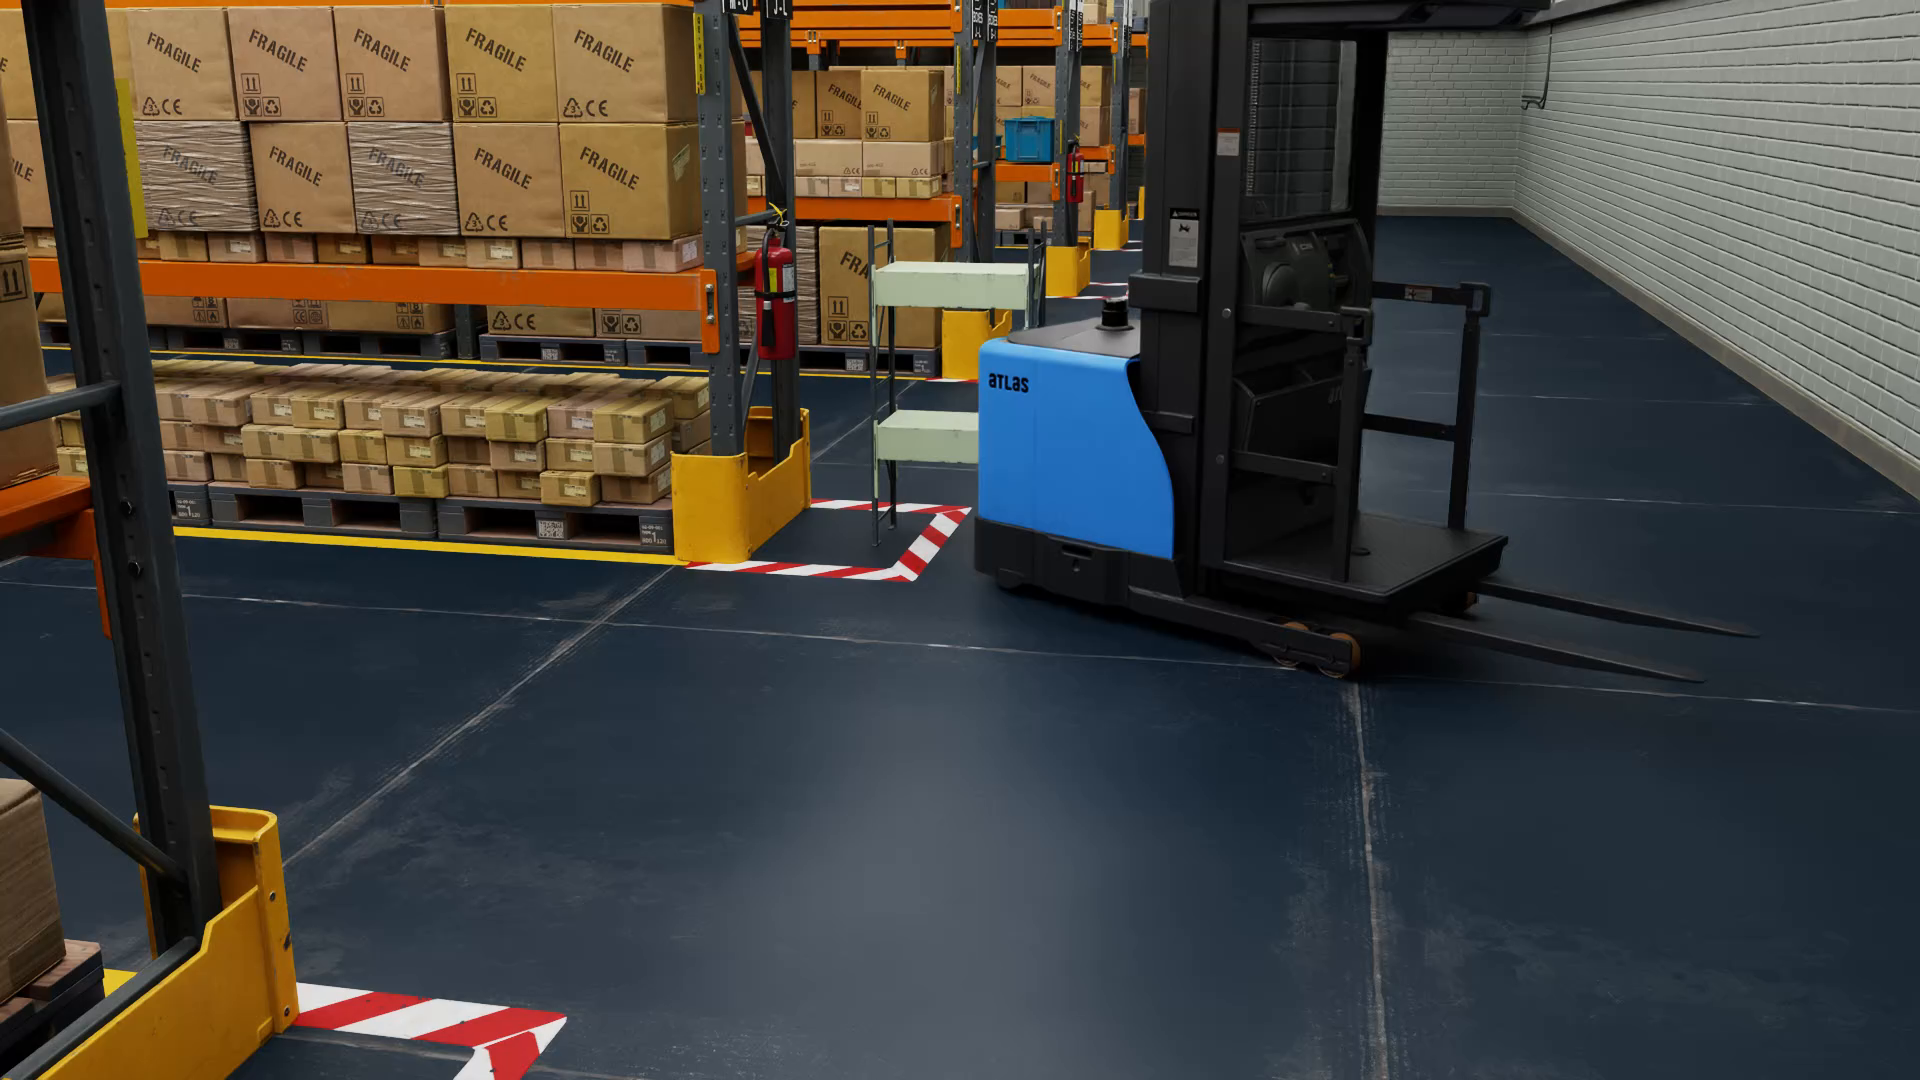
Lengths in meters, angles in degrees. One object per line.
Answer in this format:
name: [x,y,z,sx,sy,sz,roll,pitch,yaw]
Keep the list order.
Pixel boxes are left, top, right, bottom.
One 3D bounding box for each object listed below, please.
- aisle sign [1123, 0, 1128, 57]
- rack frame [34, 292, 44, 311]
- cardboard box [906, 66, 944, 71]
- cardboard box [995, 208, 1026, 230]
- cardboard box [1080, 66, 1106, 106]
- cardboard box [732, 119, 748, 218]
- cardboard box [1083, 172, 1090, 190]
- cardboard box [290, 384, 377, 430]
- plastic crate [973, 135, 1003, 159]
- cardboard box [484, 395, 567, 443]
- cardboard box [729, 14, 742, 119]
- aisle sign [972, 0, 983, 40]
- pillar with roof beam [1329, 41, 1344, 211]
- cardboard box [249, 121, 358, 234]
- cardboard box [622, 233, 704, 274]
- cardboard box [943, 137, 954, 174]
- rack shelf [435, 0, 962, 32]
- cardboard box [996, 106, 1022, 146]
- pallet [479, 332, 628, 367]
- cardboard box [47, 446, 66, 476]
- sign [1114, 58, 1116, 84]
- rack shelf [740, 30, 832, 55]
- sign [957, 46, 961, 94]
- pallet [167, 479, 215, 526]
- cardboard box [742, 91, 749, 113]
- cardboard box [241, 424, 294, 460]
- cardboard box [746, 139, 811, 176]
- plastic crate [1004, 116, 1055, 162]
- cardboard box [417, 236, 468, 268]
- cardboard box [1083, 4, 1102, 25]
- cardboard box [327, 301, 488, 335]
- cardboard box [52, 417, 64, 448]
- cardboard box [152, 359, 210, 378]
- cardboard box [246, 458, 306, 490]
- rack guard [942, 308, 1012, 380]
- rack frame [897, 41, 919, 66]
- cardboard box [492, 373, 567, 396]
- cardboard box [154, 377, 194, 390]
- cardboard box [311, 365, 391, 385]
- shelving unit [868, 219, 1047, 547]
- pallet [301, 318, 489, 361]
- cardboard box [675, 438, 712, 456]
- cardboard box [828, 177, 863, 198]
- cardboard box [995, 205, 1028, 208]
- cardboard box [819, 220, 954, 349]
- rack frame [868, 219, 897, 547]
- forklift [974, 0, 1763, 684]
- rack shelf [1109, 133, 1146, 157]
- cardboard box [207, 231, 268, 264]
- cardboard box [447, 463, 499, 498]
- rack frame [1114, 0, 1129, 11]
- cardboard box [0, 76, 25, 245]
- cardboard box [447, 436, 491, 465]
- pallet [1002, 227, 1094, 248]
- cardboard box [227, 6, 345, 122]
aisle sign: [2.099,-6.543,21.123,0.004,0.787,0.394,3,16,11]
rack frame: [-4.891,-1.703,8.522,0.127,3.000,1.000,3,16,11]
cardboard box: [-0.411,-5.963,21.840,0.500,0.500,0.500,3,16,9]
cardboard box: [0.587,-4.284,22.164,0.500,0.250,0.500,3,16,11]
cardboard box: [1.603,-5.856,21.452,0.500,0.500,0.500,3,16,11]
cardboard box: [-1.357,-1.778,8.048,0.500,0.500,0.500,4,16,14]
cardboard box: [1.881,-5.705,26.865,0.500,0.500,0.700,3,16,11]
cardboard box: [-3.069,-0.656,8.181,0.250,0.149,0.380,3,16,11]
plastic crate: [0.281,-4.161,17.595,0.300,0.233,0.416,3,16,11]
cardboard box: [-2.055,-0.576,7.893,0.250,0.149,0.380,3,16,10]
cardboard box: [-1.359,-2.257,7.904,0.500,0.500,0.500,3,16,11]
aisle sign: [0.126,-3.953,11.774,0.004,0.787,0.394,3,16,11]
pillar with roof beam: [5.037,-8.517,21.884,0.400,9.000,9.100,3,16,11]
cardboard box: [-2.952,-1.721,7.841,0.500,0.500,0.500,4,16,14]
cardboard box: [-1.348,-1.313,7.583,0.250,0.149,0.380,3,16,11]
cardboard box: [-0.301,-2.950,12.746,0.500,0.250,0.500,3,16,10]
rack shelf: [-1.844,-3.988,12.498,4.000,0.370,1.077,3,16,11]
cardboard box: [0.603,-5.429,21.786,0.500,0.500,0.500,3,16,12]
pallet: [-3.074,-1.591,13.339,1.213,0.211,1.003,3,16,11]
cardboard box: [-4.599,-0.428,8.473,0.250,0.149,0.380,2,16,9]
sign: [1.963,-5.940,21.056,0.005,0.325,0.100,3,16,11]
rack shelf: [-3.786,-6.792,22.621,4.000,0.370,1.077,3,16,11]
sign: [-0.006,-3.313,11.722,0.005,0.325,0.100,3,16,11]
pallet: [-4.226,-0.333,8.798,1.213,0.211,1.003,3,16,11]
cardboard box: [-2.932,-5.941,22.846,0.500,0.500,0.700,6,16,20]
cardboard box: [-3.325,-0.513,8.220,0.250,0.149,0.380,3,16,11]
cardboard box: [-1.408,-2.864,12.436,0.500,0.250,0.500,3,16,9]
plastic crate: [0.737,-4.093,16.971,0.499,0.435,0.616,3,16,11]
cardboard box: [-2.340,-1.374,7.805,0.250,0.149,0.380,2,16,9]
cardboard box: [1.538,-6.705,21.242,0.500,0.250,0.500,3,16,11]
cardboard box: [-4.435,-2.203,13.518,0.875,0.875,1.225,3,16,11]
cardboard box: [-4.600,-0.572,8.435,0.250,0.149,0.380,4,16,14]
cardboard box: [-4.233,-0.864,8.933,0.250,0.149,0.380,3,16,12]
cardboard box: [-3.319,-0.370,8.262,0.250,0.149,0.380,3,16,10]
rack guard: [0.139,-1.577,12.747,0.348,0.500,1.175,3,16,11]
rack frame: [-0.843,-6.883,27.220,0.127,3.000,1.000,3,16,11]
cardboard box: [-2.192,-0.744,8.498,0.250,0.149,0.380,2,16,8]
cardboard box: [-4.079,-0.715,8.394,0.250,0.149,0.380,3,16,10]
cardboard box: [-3.198,-0.817,8.763,0.250,0.149,0.380,3,16,9]
shelving unit: [-0.007,-0.723,7.793,0.755,1.500,0.431,3,16,11]
pallet: [-4.575,-1.673,13.636,1.213,0.211,1.003,3,16,11]
cardboard box: [-1.421,-0.431,8.481,0.250,0.149,0.380,3,16,12]
cardboard box: [-0.801,-2.621,12.307,0.250,0.149,0.380,3,16,11]
cardboard box: [0.637,-4.417,22.646,0.500,0.250,0.500,3,16,11]
cardboard box: [-0.527,-1.974,12.693,0.875,0.875,0.875,3,16,11]
rack frame: [-0.365,-0.743,7.863,0.023,1.500,0.400,3,16,11]
forklift: [1.511,-1.030,6.339,3.031,2.867,1.129,13,20,39]
rack shelf: [1.117,-6.430,26.932,4.000,0.370,1.077,3,16,11]
cardboard box: [-3.379,-1.424,7.985,0.250,0.149,0.380,4,16,14]
cardboard box: [-2.288,-0.326,8.103,0.250,0.149,0.380,3,16,12]
rack frame: [2.093,-8.265,20.972,0.127,3.000,1.000,3,16,11]
cardboard box: [-2.273,-0.820,3.274,0.500,0.500,0.500,3,16,10]
cardboard box: [-2.298,-0.484,8.117,0.250,0.149,0.380,3,16,10]
pallet: [1.238,-4.076,22.312,1.213,0.211,1.003,3,16,11]
cardboard box: [-2.997,-2.203,7.707,0.500,0.500,0.500,3,16,9]
